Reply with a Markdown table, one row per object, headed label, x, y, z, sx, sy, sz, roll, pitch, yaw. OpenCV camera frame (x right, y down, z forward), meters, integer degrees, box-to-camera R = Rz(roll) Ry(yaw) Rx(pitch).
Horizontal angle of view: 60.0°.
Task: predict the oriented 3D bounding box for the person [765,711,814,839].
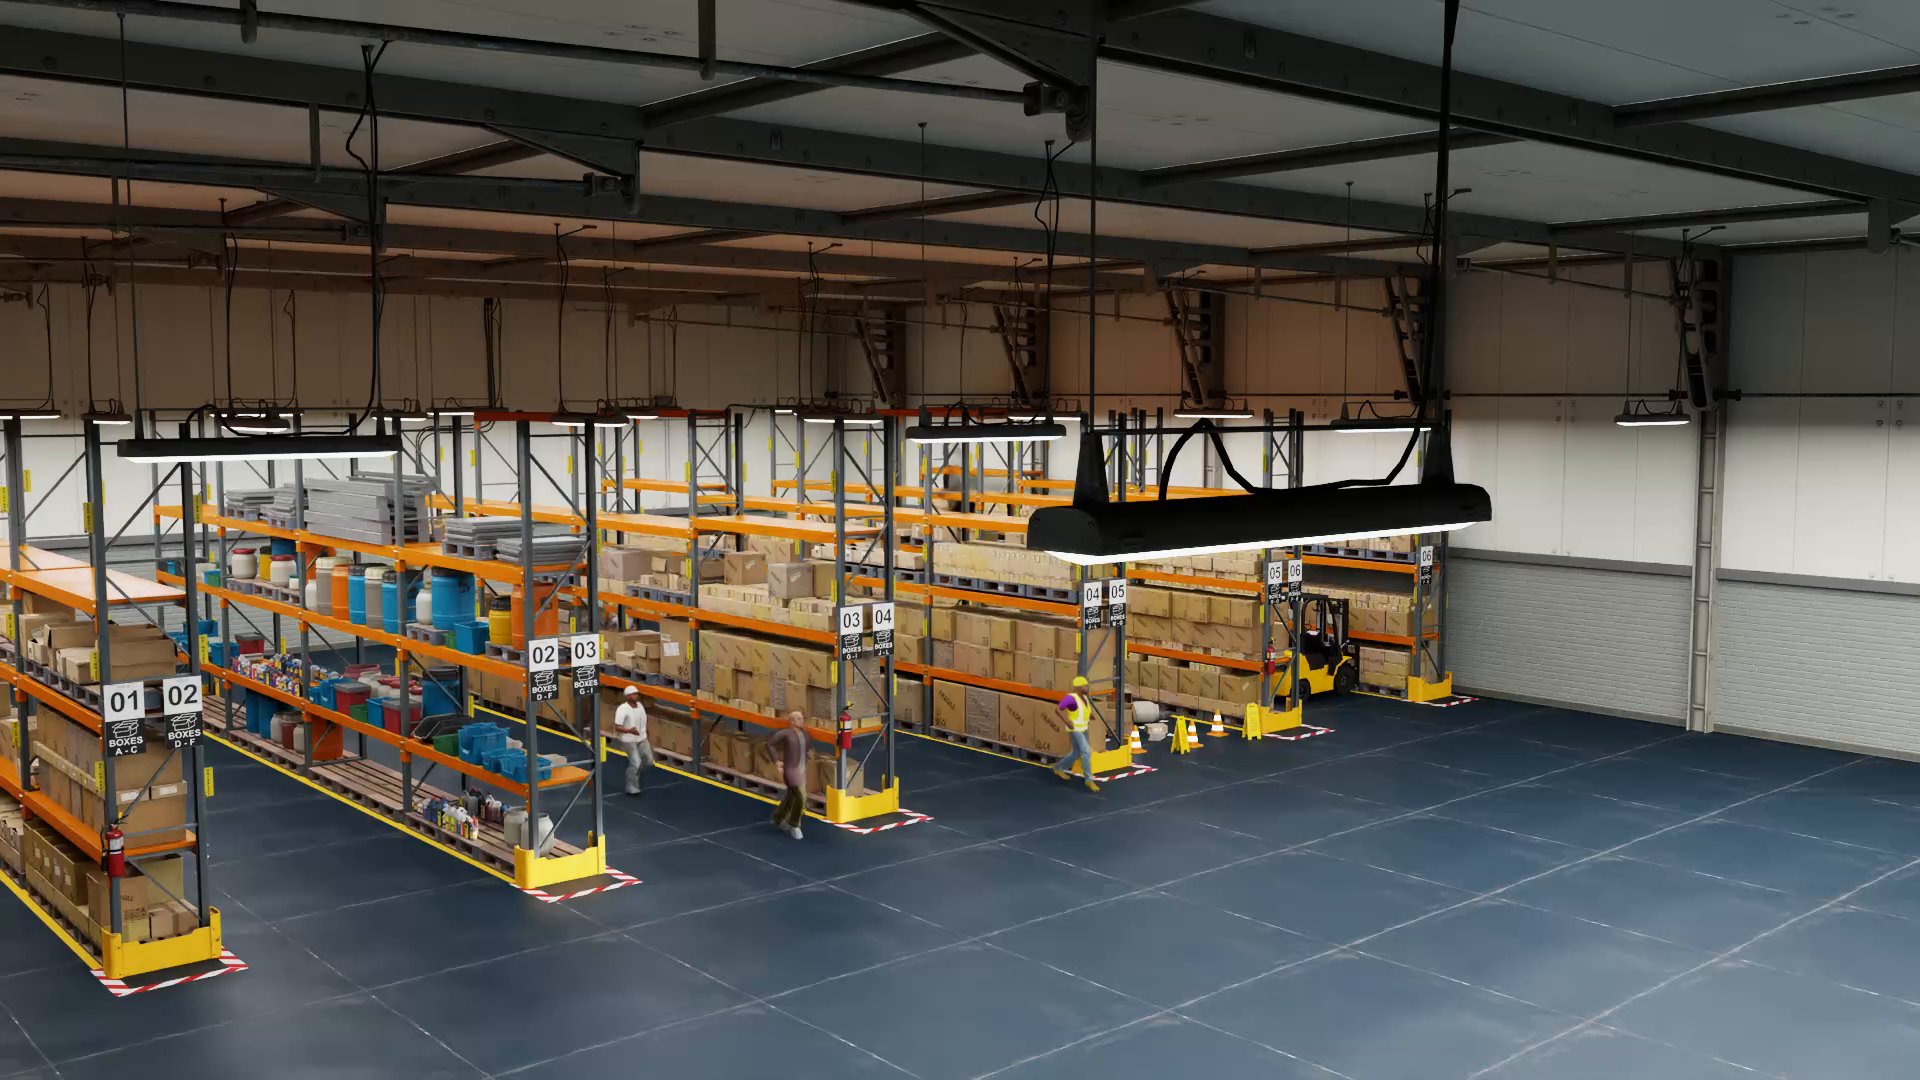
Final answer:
| label | x | y | z | sx | sy | sz | roll | pitch | yaw |
| --- | --- | --- | --- | --- | --- | --- | --- | --- | --- |
| person | -2.406 | 3.372 | 23.939 | 0.788 | 1.837 | 0.683 | 3 | 6 | 34 |

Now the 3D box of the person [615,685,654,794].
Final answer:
| label | x | y | z | sx | sy | sz | roll | pitch | yaw |
| --- | --- | --- | --- | --- | --- | --- | --- | --- | --- |
| person | -5.102 | 3.154 | 26.266 | 0.582 | 1.721 | 0.688 | 4 | 6 | 36 |

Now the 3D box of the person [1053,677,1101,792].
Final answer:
| label | x | y | z | sx | sy | sz | roll | pitch | yaw |
| --- | --- | --- | --- | --- | --- | --- | --- | --- | --- |
| person | 1.936 | 3.093 | 26.856 | 0.967 | 1.772 | 0.708 | 3 | 6 | 28 |

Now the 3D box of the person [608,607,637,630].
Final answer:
| label | x | y | z | sx | sy | sz | roll | pitch | yaw |
| --- | --- | --- | --- | --- | --- | --- | --- | --- | --- |
| person | -7.417 | 2.302 | 36.733 | 0.582 | 1.686 | 0.812 | -4 | 6 | -36 |
